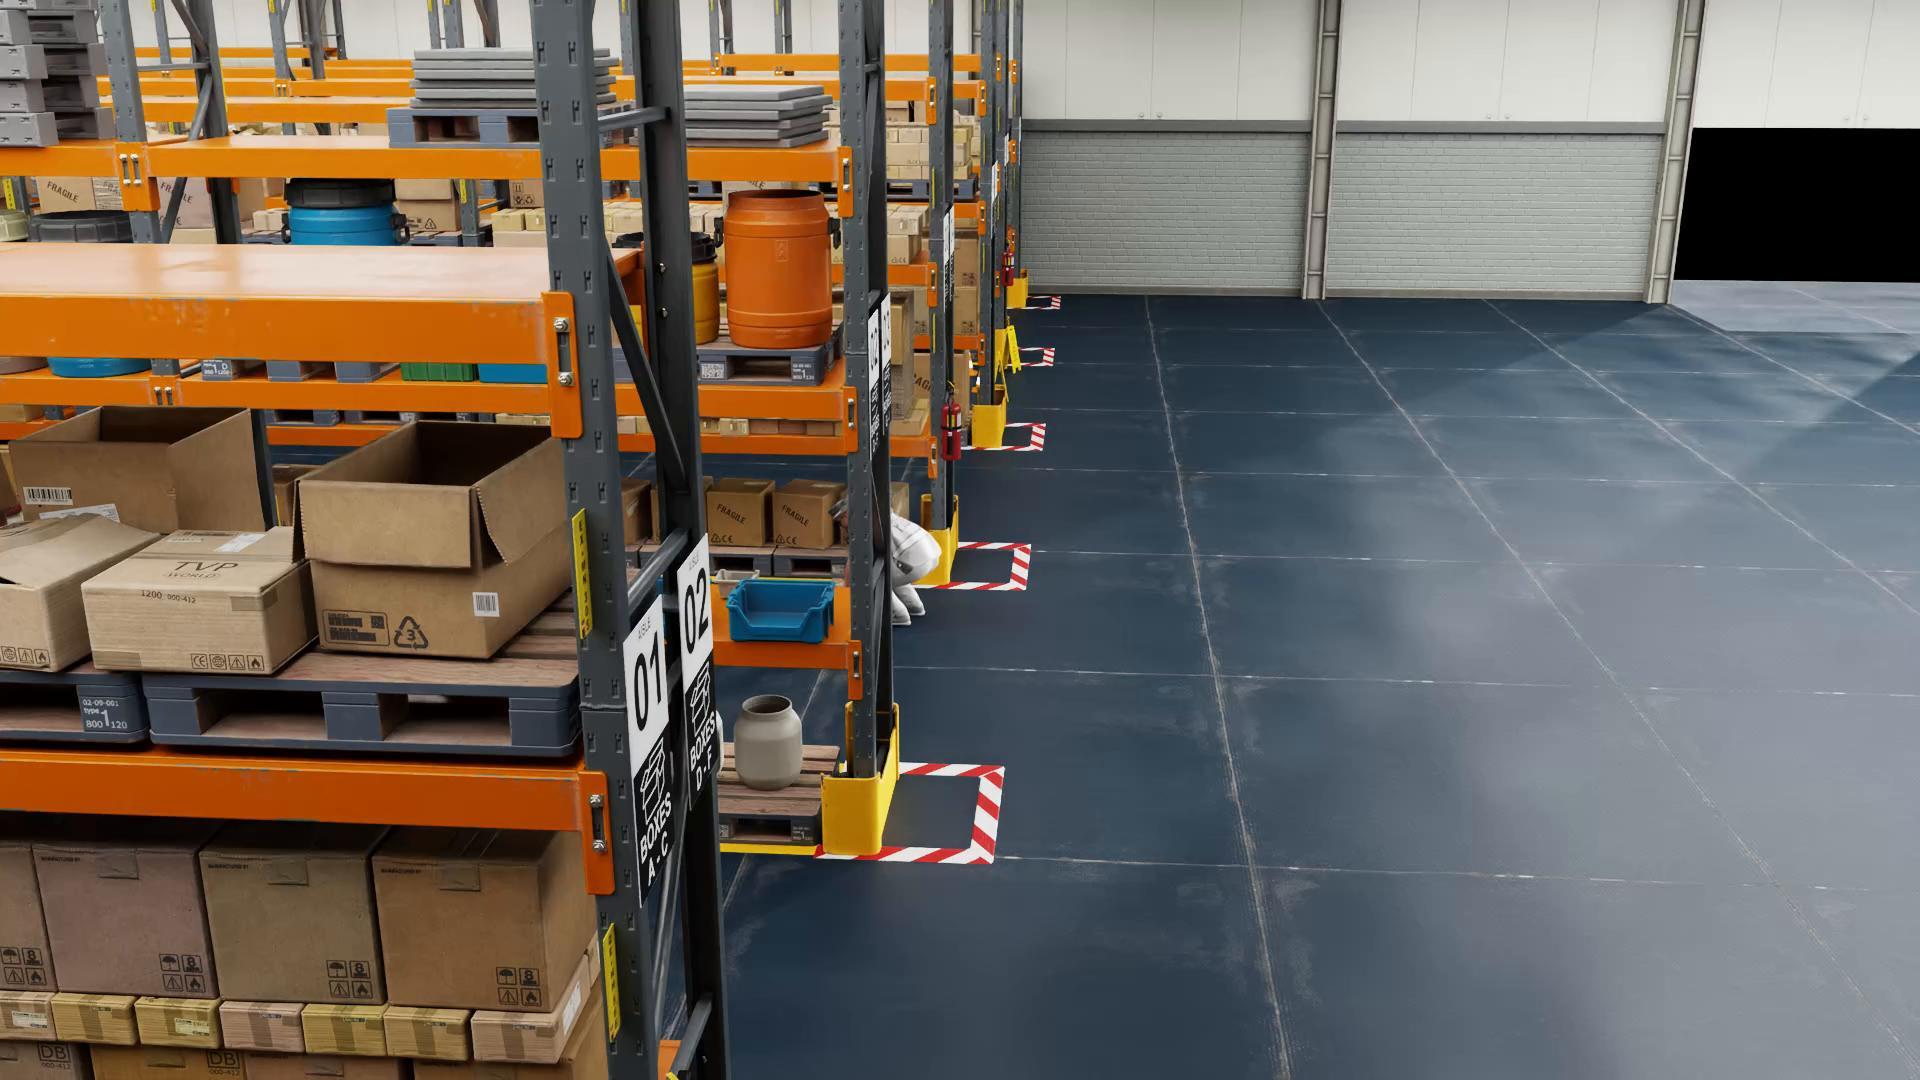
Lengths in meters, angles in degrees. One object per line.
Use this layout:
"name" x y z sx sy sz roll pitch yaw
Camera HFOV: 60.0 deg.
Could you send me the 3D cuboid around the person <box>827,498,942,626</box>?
"person" -0.637 0.164 13.733 0.943 1.029 0.566 7 19 22
